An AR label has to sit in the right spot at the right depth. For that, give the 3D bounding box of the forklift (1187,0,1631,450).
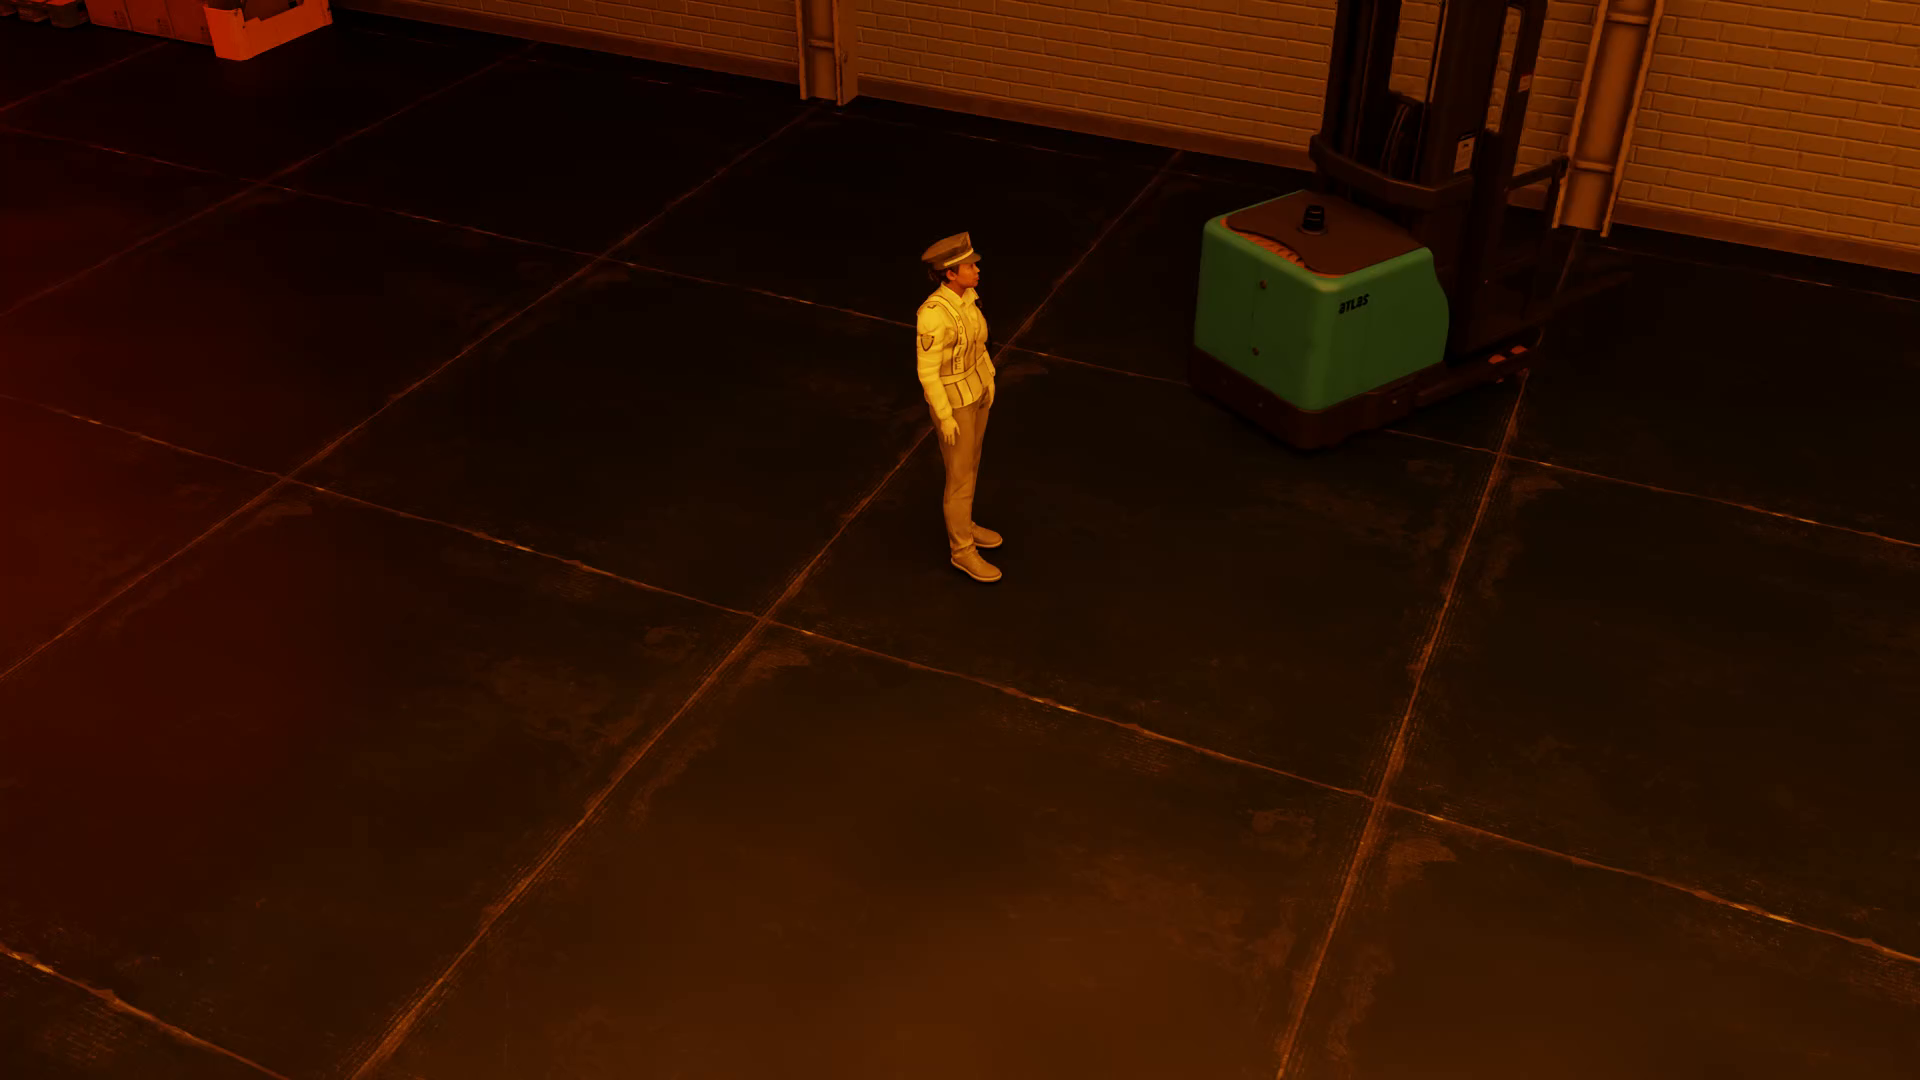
[{"bbox_3d":[2.844,-2.360,9.395,3.031,2.935,1.130,-22,41,-28],"label":"forklift"}]

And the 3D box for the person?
[{"bbox_3d":[0.059,-0.676,8.086,0.531,1.694,0.586,15,38,20],"label":"person"}]
